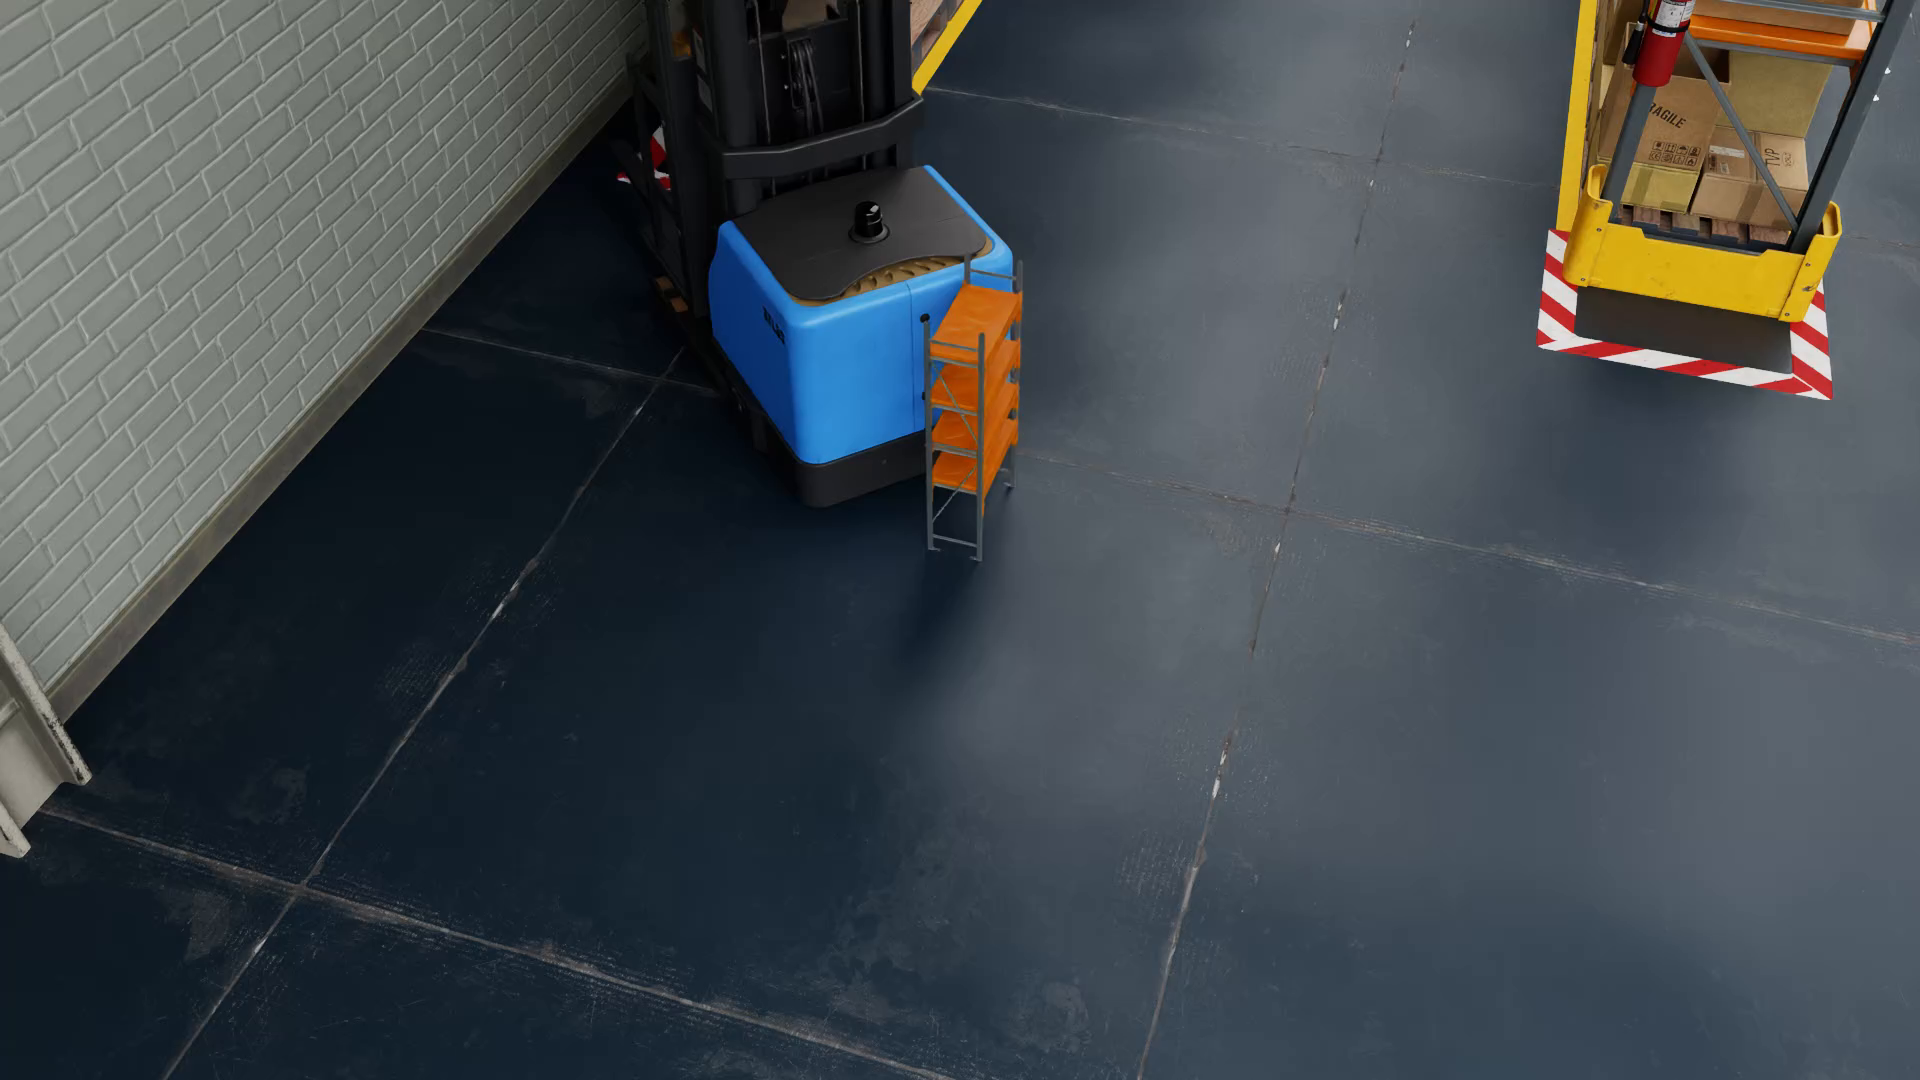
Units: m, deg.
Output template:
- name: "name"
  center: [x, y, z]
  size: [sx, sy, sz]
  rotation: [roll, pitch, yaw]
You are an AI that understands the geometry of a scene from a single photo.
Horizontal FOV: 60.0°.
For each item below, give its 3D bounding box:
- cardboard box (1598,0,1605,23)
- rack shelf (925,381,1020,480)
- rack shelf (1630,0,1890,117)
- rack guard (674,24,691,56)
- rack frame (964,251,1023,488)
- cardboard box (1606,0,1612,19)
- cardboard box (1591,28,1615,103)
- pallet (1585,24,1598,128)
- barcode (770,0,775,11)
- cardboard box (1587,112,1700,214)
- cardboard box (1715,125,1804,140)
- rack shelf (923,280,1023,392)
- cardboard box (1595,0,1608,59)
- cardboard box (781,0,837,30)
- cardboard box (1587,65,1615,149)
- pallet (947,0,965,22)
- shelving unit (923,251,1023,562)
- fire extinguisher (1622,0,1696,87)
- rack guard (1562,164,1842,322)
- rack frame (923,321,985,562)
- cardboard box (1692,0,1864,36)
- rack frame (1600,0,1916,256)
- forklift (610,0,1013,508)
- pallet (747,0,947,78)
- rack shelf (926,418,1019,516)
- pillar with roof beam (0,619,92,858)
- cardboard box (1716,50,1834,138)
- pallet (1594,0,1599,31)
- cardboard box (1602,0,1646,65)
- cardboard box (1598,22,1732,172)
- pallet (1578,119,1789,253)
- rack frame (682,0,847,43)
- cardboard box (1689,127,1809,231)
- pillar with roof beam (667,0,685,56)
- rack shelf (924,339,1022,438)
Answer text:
- name: "cardboard box"
  center: [4.158, -3.319, 10.062]
  size: [0.500, 0.250, 0.500]
  rotation: [13, 46, 13]
- name: "rack shelf"
  center: [0.056, -0.480, 6.878]
  size: [0.258, 0.148, 0.480]
  rotation: [13, 46, 13]
- name: "rack shelf"
  center: [4.295, -3.471, 9.065]
  size: [1.077, 0.370, 4.000]
  rotation: [13, 46, 13]
- name: "rack guard"
  center: [-1.010, -2.599, 9.447]
  size: [1.175, 0.500, 0.348]
  rotation: [13, 46, 13]
- name: "rack frame"
  center: [0.133, -0.690, 6.996]
  size: [0.240, 1.200, 0.015]
  rotation: [13, 46, 13]
- name: "cardboard box"
  center: [4.009, -3.253, 9.458]
  size: [0.500, 0.500, 0.500]
  rotation: [13, 46, 13]
- name: "cardboard box"
  center: [3.859, -2.652, 9.380]
  size: [0.500, 0.250, 0.500]
  rotation: [13, 46, 13]
- name: "pallet"
  center: [4.252, -2.727, 9.785]
  size: [1.003, 0.211, 1.213]
  rotation: [13, 46, 13]
- name: "barcode"
  center: [-1.114, -3.180, 9.855]
  size: [0.001, 0.075, 0.075]
  rotation: [13, 46, 13]
- name: "cardboard box"
  center: [3.570, -1.982, 8.696]
  size: [0.500, 0.250, 0.500]
  rotation: [13, 46, 13]
- name: "cardboard box"
  center: [4.211, -2.206, 8.925]
  size: [0.500, 0.250, 0.500]
  rotation: [13, 46, 13]
- name: "rack shelf"
  center: [0.056, -0.809, 6.556]
  size: [0.258, 0.148, 0.480]
  rotation: [13, 46, 13]
- name: "cardboard box"
  center: [4.013, -2.984, 9.720]
  size: [0.500, 0.250, 0.500]
  rotation: [13, 46, 13]
- name: "cardboard box"
  center: [-0.738, -3.080, 9.759]
  size: [0.500, 0.311, 0.500]
  rotation: [8, 45, 8]
- name: "cardboard box"
  center: [3.710, -2.318, 9.039]
  size: [0.500, 0.250, 0.500]
  rotation: [13, 46, 13]
- name: "pallet"
  center: [-0.359, -3.840, 10.922]
  size: [1.003, 0.211, 1.213]
  rotation: [13, 46, 13]
- name: "shelving unit"
  center: [0.056, -0.528, 6.831]
  size: [0.258, 1.200, 0.503]
  rotation: [13, 46, 13]
- name: "fire extinguisher"
  center: [3.210, -2.387, 7.499]
  size: [0.296, 0.674, 0.183]
  rotation: [13, 46, 13]
- name: "rack guard"
  center: [3.682, -1.485, 8.309]
  size: [1.175, 0.500, 0.348]
  rotation: [13, 46, 13]
- name: "rack frame"
  center: [-0.022, -0.366, 6.666]
  size: [0.240, 1.200, 0.015]
  rotation: [13, 46, 13]
- name: "cardboard box"
  center: [3.843, -2.739, 7.732]
  size: [0.700, 0.500, 0.500]
  rotation: [13, 46, 13]
- name: "rack frame"
  center: [3.689, -2.395, 7.451]
  size: [1.000, 3.000, 0.127]
  rotation: [13, 46, 13]
- name: "forklift"
  center: [-0.897, -2.217, 7.319]
  size: [1.130, 2.935, 3.031]
  rotation: [-20, 48, -19]
- name: "pallet"
  center: [-0.731, -3.029, 10.094]
  size: [1.003, 0.211, 1.213]
  rotation: [13, 46, 13]
- name: "rack shelf"
  center: [0.056, -0.338, 7.017]
  size: [0.258, 0.148, 0.480]
  rotation: [13, 46, 13]
- name: "pillar with roof beam"
  center: [0.640, -1.324, 2.068]
  size: [9.100, 9.000, 0.400]
  rotation: [13, 46, 13]
- name: "cardboard box"
  center: [4.213, -2.474, 8.662]
  size: [0.500, 0.500, 0.500]
  rotation: [13, 46, 13]
- name: "pallet"
  center: [4.620, -3.543, 10.619]
  size: [1.003, 0.211, 1.213]
  rotation: [13, 46, 13]
- name: "cardboard box"
  center: [3.857, -2.920, 9.118]
  size: [0.500, 0.500, 0.500]
  rotation: [13, 46, 13]
- name: "cardboard box"
  center: [3.568, -2.251, 8.434]
  size: [0.500, 0.500, 0.500]
  rotation: [13, 46, 13]
- name: "pallet"
  center: [3.881, -1.917, 8.957]
  size: [1.003, 0.211, 1.213]
  rotation: [13, 46, 13]
- name: "rack frame"
  center: [-1.033, -3.441, 8.521]
  size: [1.000, 3.000, 0.127]
  rotation: [13, 46, 13]
- name: "cardboard box"
  center: [4.063, -1.872, 8.583]
  size: [0.500, 0.250, 0.500]
  rotation: [13, 46, 13]
- name: "pillar with roof beam"
  center: [2.457, -5.324, 6.155]
  size: [9.100, 9.000, 0.400]
  rotation: [13, 46, 13]
- name: "rack shelf"
  center: [0.056, -0.640, 6.722]
  size: [0.258, 0.148, 0.480]
  rotation: [13, 46, 13]
